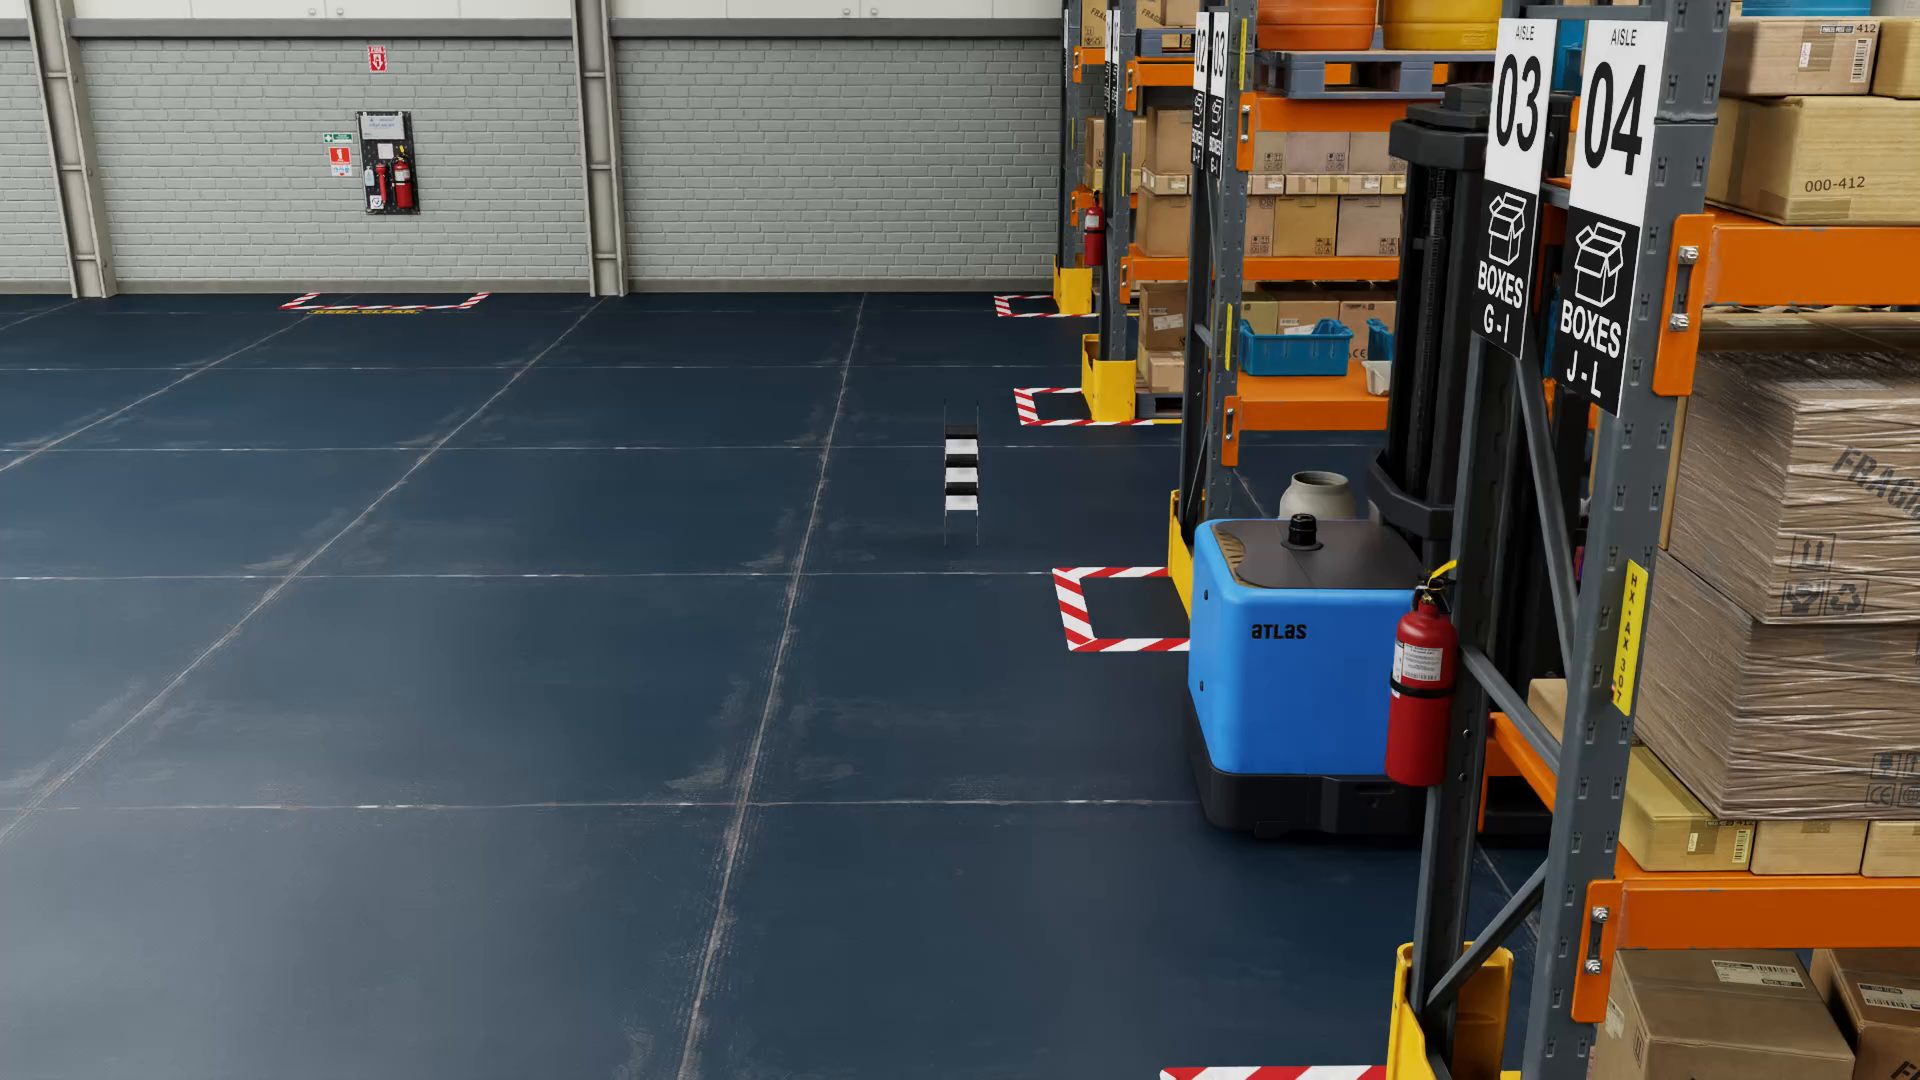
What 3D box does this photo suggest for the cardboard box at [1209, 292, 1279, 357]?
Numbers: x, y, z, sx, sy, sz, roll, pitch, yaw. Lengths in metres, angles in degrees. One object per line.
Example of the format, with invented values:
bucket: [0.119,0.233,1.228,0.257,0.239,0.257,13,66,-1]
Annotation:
cardboard box: [2.312,-1.755,13.695,0.500,0.500,0.500,0,18,-1]

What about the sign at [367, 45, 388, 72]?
sign: [-6.604,-5.455,18.848,0.199,0.298,0.001,0,18,-1]

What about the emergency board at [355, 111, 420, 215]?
emergency board: [-6.594,-4.321,19.107,0.643,1.169,0.194,0,18,-1]

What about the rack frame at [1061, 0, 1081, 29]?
rack frame: [1.190,-6.939,17.448,0.127,3.000,1.000,0,18,-1]

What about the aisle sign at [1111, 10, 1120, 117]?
aisle sign: [1.211,-3.714,12.958,0.004,0.787,0.394,0,18,-1]

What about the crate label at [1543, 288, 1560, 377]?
crate label: [3.183,-1.165,9.212,0.616,0.435,0.502,0,18,-1]

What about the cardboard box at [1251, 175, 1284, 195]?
cardboard box: [2.434,-2.866,13.345,0.250,0.149,0.380,-1,18,-2]

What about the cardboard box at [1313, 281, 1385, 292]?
cardboard box: [3.303,-1.922,14.216,0.500,0.500,0.500,0,18,-1]

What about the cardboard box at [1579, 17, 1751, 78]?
cardboard box: [1.698,-1.188,4.021,0.250,0.149,0.380,0,18,-1]

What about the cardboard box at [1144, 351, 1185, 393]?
cardboard box: [1.812,-1.395,13.800,0.500,0.250,0.500,0,18,-1]

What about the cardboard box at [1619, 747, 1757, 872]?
cardboard box: [1.714,0.647,4.032,0.250,0.149,0.380,0,18,-1]

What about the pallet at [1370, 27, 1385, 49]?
pallet: [3.203,-3.958,13.210,1.213,0.211,1.003,0,18,-1]

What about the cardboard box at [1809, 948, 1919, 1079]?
cardboard box: [2.647,1.435,4.569,0.500,0.500,0.500,4,18,14]

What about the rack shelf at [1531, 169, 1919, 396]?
rack shelf: [3.425,-0.640,3.898,4.000,0.370,1.077,0,18,-1]

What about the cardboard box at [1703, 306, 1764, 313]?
cardboard box: [6.691,-1.842,14.276,0.500,0.311,0.500,0,18,-1]

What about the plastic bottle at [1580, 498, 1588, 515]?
plastic bottle: [3.567,-0.106,9.705,0.135,0.276,0.152,-1,18,-2]

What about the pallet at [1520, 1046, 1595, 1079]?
pallet: [2.314,1.790,4.622,1.213,0.211,1.003,0,18,-1]

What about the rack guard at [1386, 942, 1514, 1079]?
rack guard: [1.501,1.646,4.599,0.348,0.500,1.175,0,18,-1]

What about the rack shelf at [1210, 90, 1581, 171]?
rack shelf: [3.346,-2.152,8.614,4.000,0.370,1.077,0,18,-1]

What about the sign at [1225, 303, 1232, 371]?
sign: [1.351,-1.021,8.366,0.005,0.325,0.100,0,18,-1]

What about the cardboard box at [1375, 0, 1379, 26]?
cardboard box: [2.937,-4.237,12.854,0.500,0.500,0.500,0,18,-1]

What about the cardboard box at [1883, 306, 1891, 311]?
cardboard box: [8.218,-1.848,14.294,0.500,0.311,0.500,-1,18,-2]

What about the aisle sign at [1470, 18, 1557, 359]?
aisle sign: [1.358,-0.873,4.104,0.004,0.787,0.394,0,18,-1]

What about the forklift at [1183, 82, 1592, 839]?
forklift: [2.526,-0.317,6.737,3.031,2.935,1.130,0,18,1]

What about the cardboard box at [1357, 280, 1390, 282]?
cardboard box: [4.655,-2.951,18.753,0.250,0.166,0.380,-3,18,-8]

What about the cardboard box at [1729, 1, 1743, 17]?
cardboard box: [5.888,-4.146,13.209,0.500,0.250,0.500,2,18,5]

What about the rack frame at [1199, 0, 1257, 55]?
rack frame: [1.347,-3.914,8.015,0.127,3.000,1.000,0,18,-1]

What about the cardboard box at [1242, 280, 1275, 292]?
cardboard box: [3.188,-3.069,18.576,0.500,0.500,0.700,-1,18,-4]

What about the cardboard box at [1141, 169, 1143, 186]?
cardboard box: [2.202,-3.933,18.111,0.500,0.250,0.500,-1,18,-3]

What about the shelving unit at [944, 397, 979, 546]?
shelving unit: [0.008,-0.429,10.410,0.210,0.900,0.258,0,18,-1]

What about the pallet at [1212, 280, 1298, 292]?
pallet: [3.296,-2.753,18.785,1.213,0.211,1.003,0,18,-1]

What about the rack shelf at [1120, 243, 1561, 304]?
rack shelf: [3.272,-2.237,13.788,4.000,0.370,1.077,0,18,-1]

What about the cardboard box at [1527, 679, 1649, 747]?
cardboard box: [1.707,0.511,4.455,0.250,0.149,0.380,0,18,-1]

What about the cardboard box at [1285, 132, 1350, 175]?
cardboard box: [2.822,-3.241,13.452,0.500,0.500,0.700,0,18,-1]

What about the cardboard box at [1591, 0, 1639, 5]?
cardboard box: [6.971,-5.762,17.837,0.500,0.500,0.500,-1,18,-3]

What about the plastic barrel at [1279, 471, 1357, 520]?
plastic barrel: [2.004,-0.099,9.330,0.421,0.512,0.421,0,18,0]

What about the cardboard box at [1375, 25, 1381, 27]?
cardboard box: [4.183,-5.511,17.709,0.500,0.500,0.500,-2,18,-6]

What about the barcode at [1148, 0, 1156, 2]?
barcode: [1.566,-4.423,13.565,0.075,0.075,0.001,0,18,-1]

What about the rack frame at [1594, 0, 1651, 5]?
rack frame: [5.272,-5.446,12.792,0.127,3.000,1.000,0,18,-1]

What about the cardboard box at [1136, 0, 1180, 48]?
cardboard box: [2.066,-5.485,17.629,0.500,0.500,0.500,1,18,3]

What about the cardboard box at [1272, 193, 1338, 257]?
cardboard box: [2.761,-2.620,13.642,0.500,0.500,0.700,0,18,0]

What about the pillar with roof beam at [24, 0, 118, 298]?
pillar with roof beam: [-10.054,-5.834,14.003,0.400,9.000,9.100,0,18,-1]

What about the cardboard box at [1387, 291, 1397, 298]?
cardboard box: [3.812,-1.765,13.727,0.500,0.500,0.500,0,18,-1]

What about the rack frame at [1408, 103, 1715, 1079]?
rack frame: [1.425,0.456,4.216,0.127,3.000,1.000,0,18,-1]

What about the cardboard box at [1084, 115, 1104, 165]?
cardboard box: [1.658,-4.445,18.479,0.500,0.500,0.500,0,18,-1]

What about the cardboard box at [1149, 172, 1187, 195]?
cardboard box: [1.668,-2.862,13.334,0.250,0.149,0.380,0,18,-1]

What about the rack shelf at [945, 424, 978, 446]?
rack shelf: [0.008,-0.654,10.338,0.200,0.077,0.258,0,18,-1]

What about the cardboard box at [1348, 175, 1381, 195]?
cardboard box: [3.205,-2.870,13.357,0.250,0.149,0.380,0,18,0]

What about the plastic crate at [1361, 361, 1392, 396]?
plastic crate: [2.247,-0.837,8.679,0.250,0.136,0.298,0,18,-1]

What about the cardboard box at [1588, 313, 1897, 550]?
cardboard box: [1.971,-0.288,4.246,0.500,0.500,0.500,0,18,-1]

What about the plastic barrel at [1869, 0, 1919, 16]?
plastic barrel: [4.913,-2.816,8.633,0.421,0.512,0.421,0,18,0]

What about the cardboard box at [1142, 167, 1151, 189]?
cardboard box: [1.651,-2.986,13.721,0.250,0.149,0.380,-1,18,-2]

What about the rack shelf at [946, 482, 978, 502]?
rack shelf: [0.008,-0.311,10.448,0.200,0.077,0.258,0,18,-1]
